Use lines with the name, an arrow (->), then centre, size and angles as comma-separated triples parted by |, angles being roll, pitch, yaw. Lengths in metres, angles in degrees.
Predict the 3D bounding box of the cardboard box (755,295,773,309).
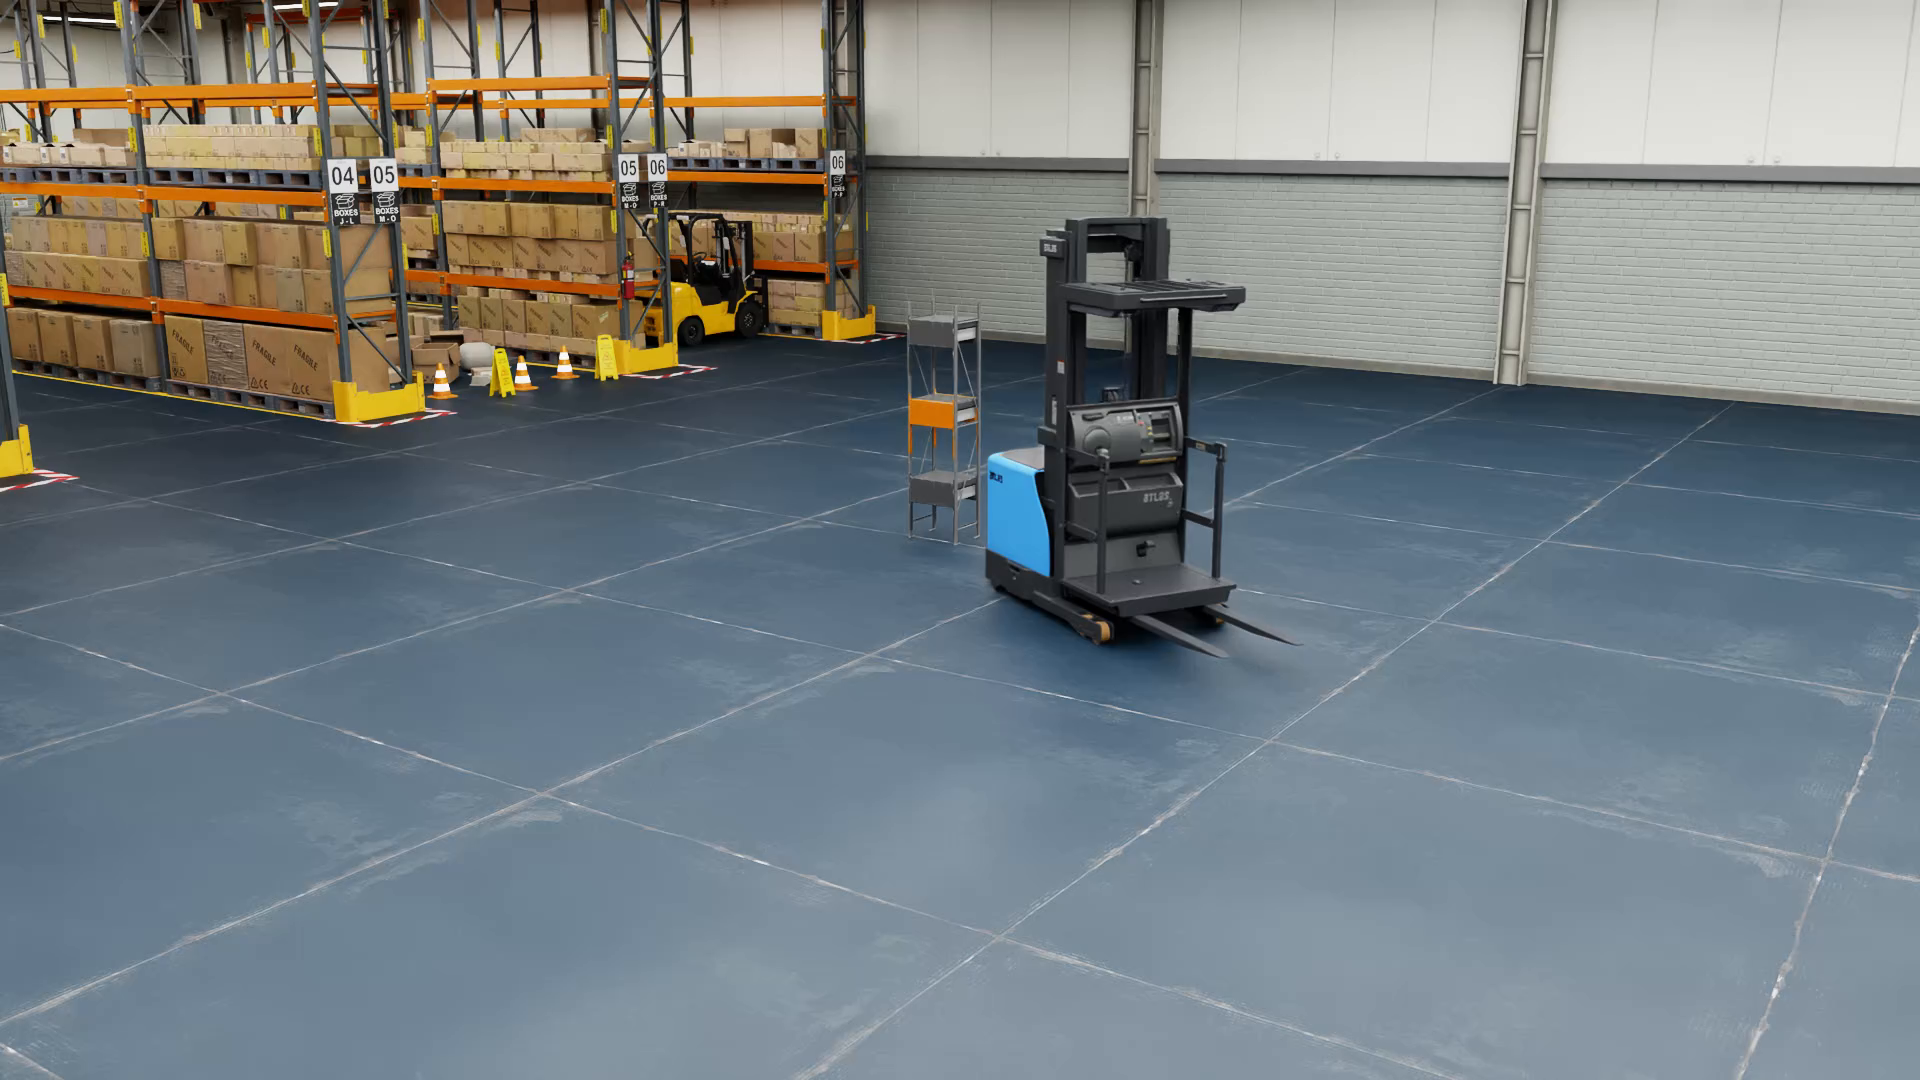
cardboard box -> -3.401, -4.294, 29.735 | 0.500, 0.250, 0.500 | 9, 16, 32

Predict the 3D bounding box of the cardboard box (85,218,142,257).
cardboard box -> -11.999, -4.326, 23.768 | 0.500, 0.500, 0.700 | 9, 17, 33

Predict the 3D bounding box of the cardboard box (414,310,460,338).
cardboard box -> -8.495, -3.589, 27.674 | 0.625, 0.372, 0.950 | 9, 17, 34

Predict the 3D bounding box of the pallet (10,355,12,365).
pallet -> -14.704, -2.878, 26.012 | 1.213, 0.211, 1.003 | 9, 17, 33

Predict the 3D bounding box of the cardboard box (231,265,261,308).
cardboard box -> -9.077, -3.400, 22.003 | 0.500, 0.550, 0.875 | 9, 17, 33

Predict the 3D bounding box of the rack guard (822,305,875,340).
rack guard -> -1.952, -3.828, 29.247 | 0.348, 0.500, 1.175 | 9, 17, 33

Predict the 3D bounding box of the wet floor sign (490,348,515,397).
wet floor sign -> -6.289, -2.302, 22.780 | 0.232, 0.644, 0.267 | 6, 15, 23

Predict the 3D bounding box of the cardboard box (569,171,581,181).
cardboard box -> -5.618, -5.450, 24.878 | 0.250, 0.149, 0.380 | 10, 17, 34

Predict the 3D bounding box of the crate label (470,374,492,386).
crate label -> -6.840, -2.292, 23.796 | 0.298, 0.136, 0.250 | 1, 14, 4

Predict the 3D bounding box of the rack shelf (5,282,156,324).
rack shelf -> -12.397, -3.510, 24.255 | 4.000, 0.370, 1.077 | 9, 17, 33

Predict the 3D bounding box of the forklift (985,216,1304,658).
forklift -> 1.318, -0.803, 11.967 | 1.130, 2.935, 3.031 | -7, 16, -26

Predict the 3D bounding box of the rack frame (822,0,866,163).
rack frame -> -1.972, -7.957, 28.239 | 0.127, 3.000, 1.000 | 9, 17, 33

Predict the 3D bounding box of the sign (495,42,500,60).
sign -> -8.905, -9.412, 32.009 | 0.005, 0.325, 0.100 | 9, 17, 33

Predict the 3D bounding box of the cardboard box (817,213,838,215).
cardboard box -> -2.317, -5.688, 29.383 | 0.250, 0.149, 0.380 | 10, 17, 35

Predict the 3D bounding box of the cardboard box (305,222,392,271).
cardboard box -> -7.704, -3.709, 21.003 | 0.550, 0.550, 0.875 | 9, 17, 33

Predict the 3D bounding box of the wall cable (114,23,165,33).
wall cable -> -19.217, -13.815, 40.328 | 0.133, 3.039, 2.988 | 9, 17, 33

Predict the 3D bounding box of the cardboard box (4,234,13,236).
cardboard box -> -14.757, -4.668, 25.847 | 0.250, 0.149, 0.380 | 9, 17, 32

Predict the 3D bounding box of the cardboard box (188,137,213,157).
cardboard box -> -9.649, -5.114, 21.609 | 0.500, 0.250, 0.500 | 9, 16, 32

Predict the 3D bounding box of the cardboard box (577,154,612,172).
cardboard box -> -5.314, -5.597, 24.642 | 0.500, 0.250, 0.500 | 9, 16, 32

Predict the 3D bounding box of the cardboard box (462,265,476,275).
cardboard box -> -7.737, -4.339, 26.633 | 0.250, 0.149, 0.380 | 10, 17, 34

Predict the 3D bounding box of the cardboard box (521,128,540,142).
cardboard box -> -8.145, -7.729, 32.270 | 0.500, 0.500, 0.500 | 9, 17, 33

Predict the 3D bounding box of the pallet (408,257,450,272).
pallet -> -8.611, -4.629, 27.681 | 1.213, 0.211, 1.003 | 9, 17, 33

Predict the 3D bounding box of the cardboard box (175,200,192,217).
cardboard box -> -14.054, -6.019, 30.606 | 0.500, 0.500, 0.500 | 9, 17, 32

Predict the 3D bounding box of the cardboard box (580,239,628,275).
cardboard box -> -5.343, -4.265, 24.984 | 0.500, 0.500, 0.500 | 9, 16, 32

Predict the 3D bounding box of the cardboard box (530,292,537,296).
cardboard box -> -6.994, -3.730, 26.938 | 0.500, 0.500, 0.500 | 10, 17, 34

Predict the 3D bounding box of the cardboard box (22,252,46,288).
cardboard box -> -13.411, -3.994, 24.506 | 0.500, 0.500, 0.500 | 9, 17, 32

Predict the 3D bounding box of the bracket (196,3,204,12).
bracket -> -17.525, -12.376, 38.600 | 0.430, 0.232, 0.235 | 9, 17, 33

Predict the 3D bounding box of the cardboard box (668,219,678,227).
cardboard box -> -5.173, -5.849, 30.653 | 0.250, 0.149, 0.380 | 9, 16, 32

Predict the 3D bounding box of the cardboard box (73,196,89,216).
cardboard box -> -16.912, -6.478, 32.460 | 0.500, 0.500, 0.500 | 9, 17, 32

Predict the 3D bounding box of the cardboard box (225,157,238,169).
cardboard box -> -9.148, -4.822, 21.259 | 0.250, 0.149, 0.380 | 9, 17, 33

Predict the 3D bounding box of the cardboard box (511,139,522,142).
cardboard box -> -8.761, -7.943, 33.290 | 0.250, 0.149, 0.380 | 9, 16, 31

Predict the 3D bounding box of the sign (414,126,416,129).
sign -> -11.622, -8.663, 35.440 | 0.005, 0.325, 0.100 | 9, 17, 33

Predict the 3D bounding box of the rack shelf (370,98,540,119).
rack shelf -> -10.270, -8.755, 33.791 | 4.000, 0.370, 1.077 | 9, 17, 33

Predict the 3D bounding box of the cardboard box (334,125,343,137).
cardboard box -> -7.725, -5.170, 21.003 | 0.250, 0.149, 0.380 | 9, 17, 33

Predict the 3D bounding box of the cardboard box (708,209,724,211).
cardboard box -> -4.445, -6.032, 30.770 | 0.250, 0.149, 0.380 | 9, 17, 32

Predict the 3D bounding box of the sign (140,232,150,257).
sign -> -11.032, -4.005, 22.513 | 0.005, 0.325, 0.100 | 9, 17, 33

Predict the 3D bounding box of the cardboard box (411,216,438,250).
cardboard box -> -8.570, -5.004, 27.094 | 0.500, 0.500, 0.500 | 9, 16, 32

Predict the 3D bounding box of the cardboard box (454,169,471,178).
cardboard box -> -7.752, -5.788, 26.241 | 0.250, 0.149, 0.380 | 9, 17, 33

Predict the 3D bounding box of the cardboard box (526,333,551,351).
cardboard box -> -6.423, -3.119, 26.027 | 0.500, 0.250, 0.500 | 8, 16, 31

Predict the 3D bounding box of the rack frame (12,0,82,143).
rack frame -> -18.015, -9.112, 32.907 | 0.127, 3.000, 1.000 | 9, 17, 33

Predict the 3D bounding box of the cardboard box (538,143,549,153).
cardboard box -> -6.182, -5.954, 25.254 | 0.250, 0.149, 0.380 | 9, 16, 31

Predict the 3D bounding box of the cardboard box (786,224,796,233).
cardboard box -> -2.826, -5.474, 29.137 | 0.250, 0.149, 0.380 | 10, 17, 34

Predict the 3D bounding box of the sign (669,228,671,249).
sign -> -4.436, -4.583, 25.293 | 0.005, 0.325, 0.100 | 9, 17, 33

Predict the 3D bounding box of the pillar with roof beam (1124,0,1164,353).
pillar with roof beam -> 0.529, -6.567, 22.624 | 0.400, 9.000, 9.100 | 9, 17, 33

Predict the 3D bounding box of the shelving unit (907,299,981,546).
shelving unit -> -0.137, -1.041, 14.661 | 0.503, 2.100, 0.431 | 9, 17, 33

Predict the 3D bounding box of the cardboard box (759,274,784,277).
cardboard box -> -3.512, -4.707, 30.363 | 0.500, 0.250, 0.500 | 9, 16, 32

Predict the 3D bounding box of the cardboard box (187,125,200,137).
cardboard box -> -9.778, -5.311, 21.575 | 0.250, 0.149, 0.380 | 9, 17, 33

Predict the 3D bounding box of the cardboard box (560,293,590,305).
cardboard box -> -5.891, -3.694, 25.441 | 0.250, 0.149, 0.380 | 10, 17, 34

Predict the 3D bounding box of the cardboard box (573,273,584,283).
cardboard box -> -5.642, -3.991, 25.225 | 0.250, 0.149, 0.380 | 9, 16, 32

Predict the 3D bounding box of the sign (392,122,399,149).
sign -> -7.103, -5.083, 20.887 | 0.005, 0.325, 0.100 | 9, 17, 33

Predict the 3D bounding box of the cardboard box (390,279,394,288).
cardboard box -> -12.346, -5.689, 36.282 | 0.500, 0.311, 0.500 | 10, 17, 35

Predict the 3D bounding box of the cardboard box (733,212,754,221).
cardboard box -> -3.862, -5.800, 29.835 | 0.250, 0.149, 0.380 | 9, 17, 33

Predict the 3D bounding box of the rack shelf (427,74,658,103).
rack shelf -> -6.399, -6.884, 25.409 | 4.000, 0.370, 1.077 | 9, 17, 33
